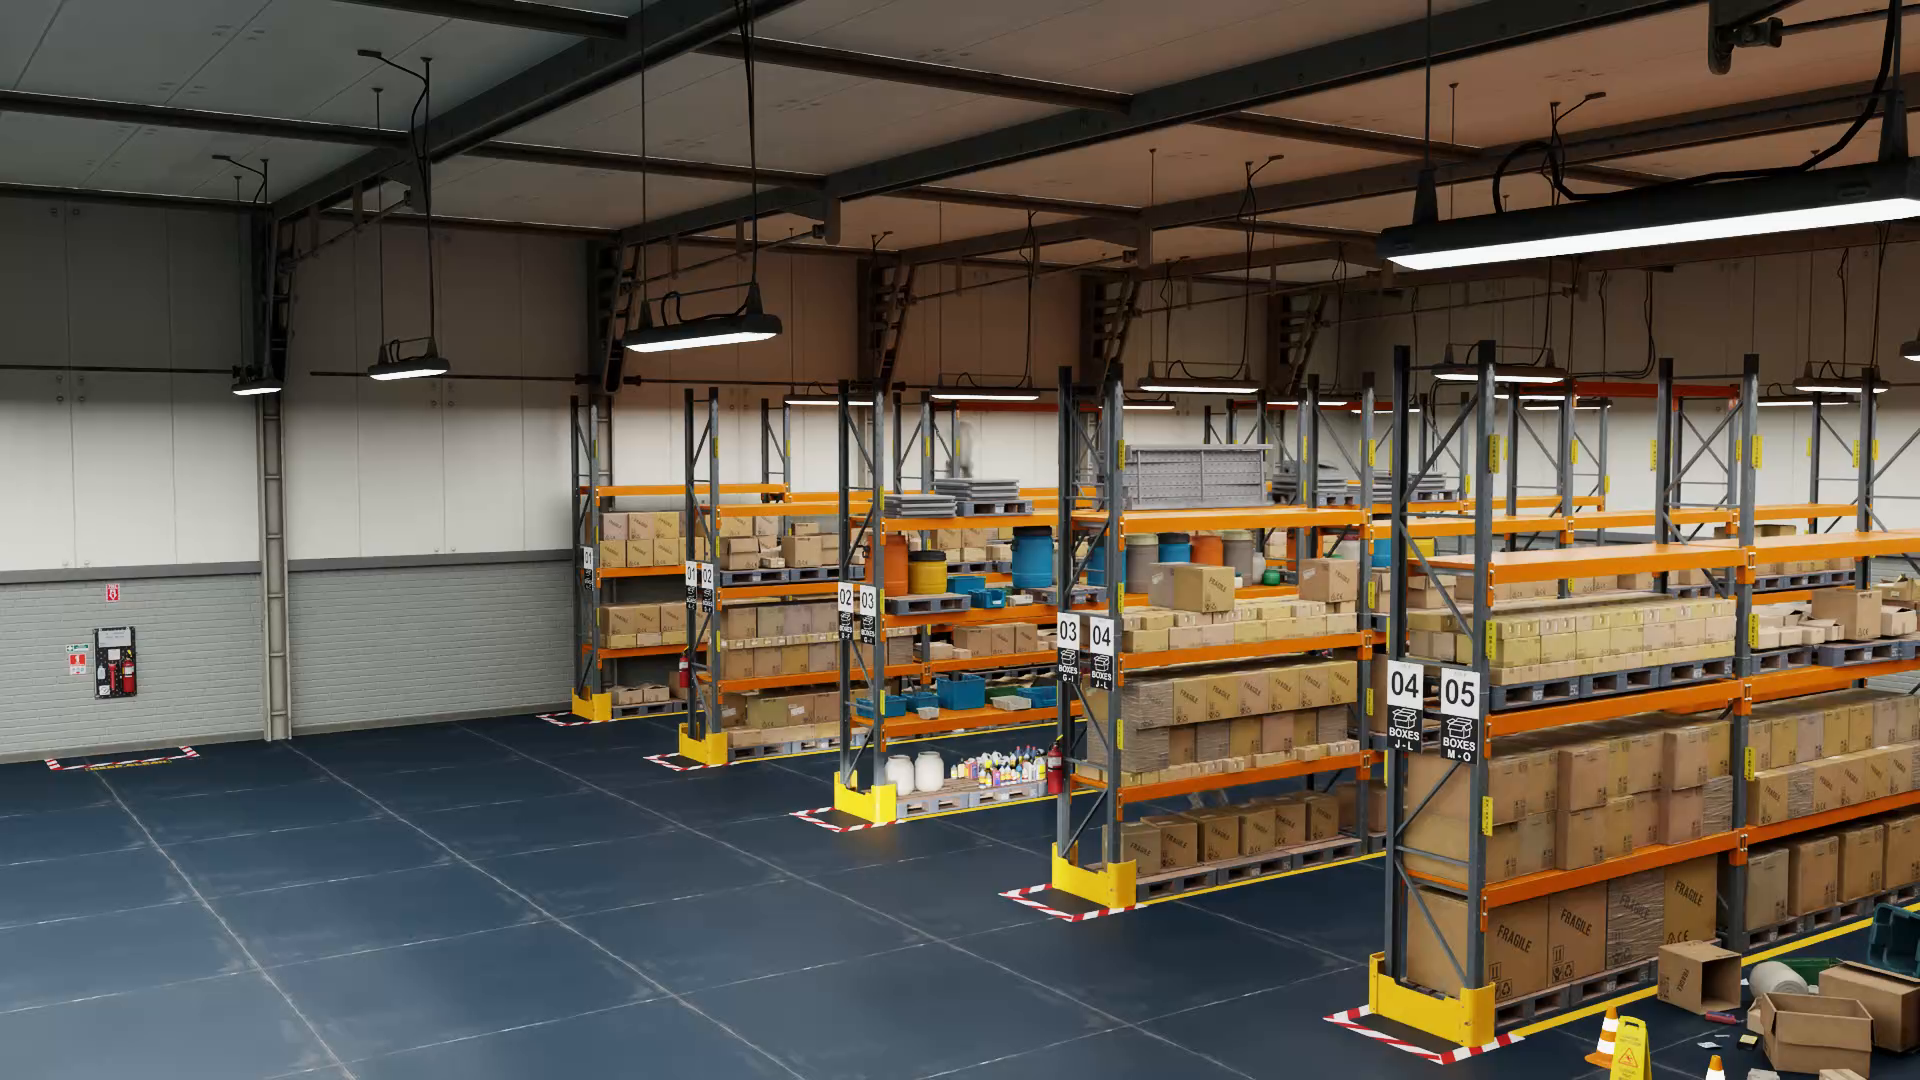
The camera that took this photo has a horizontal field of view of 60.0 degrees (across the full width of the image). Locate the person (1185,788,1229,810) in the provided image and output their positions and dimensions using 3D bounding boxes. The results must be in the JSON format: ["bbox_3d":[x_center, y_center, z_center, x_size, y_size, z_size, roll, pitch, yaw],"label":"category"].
[{"bbox_3d":[3.243,2.948,22.228,0.919,1.713,0.666,-2,4,-35],"label":"person"}]
